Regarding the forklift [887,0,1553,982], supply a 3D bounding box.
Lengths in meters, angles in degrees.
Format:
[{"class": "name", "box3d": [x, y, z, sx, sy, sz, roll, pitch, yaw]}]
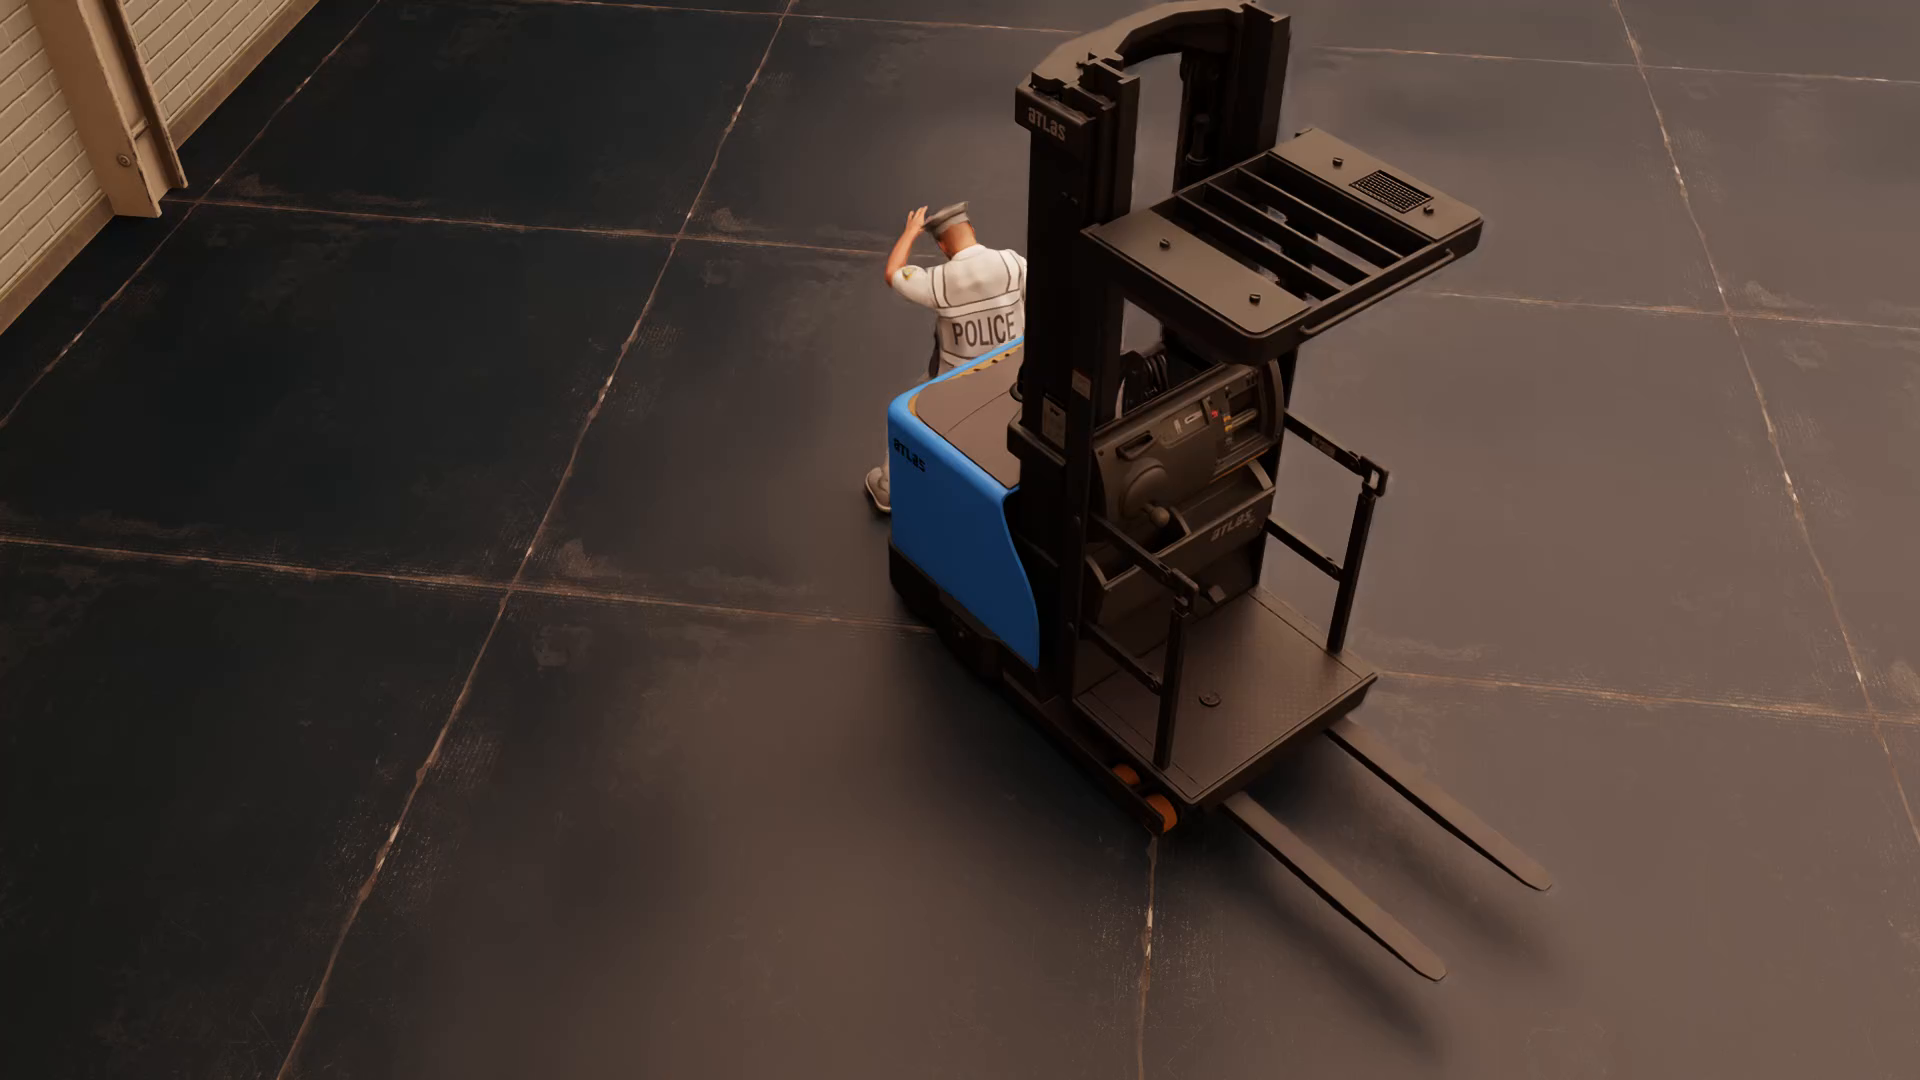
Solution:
[{"class": "forklift", "box3d": [0.994, -0.296, 6.046, 1.130, 2.935, 3.031, -29, 50, -28]}]

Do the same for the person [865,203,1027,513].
[{"class": "person", "box3d": [0.029, -1.029, 7.985, 1.040, 1.419, 1.143, -3, 43, -3]}]
